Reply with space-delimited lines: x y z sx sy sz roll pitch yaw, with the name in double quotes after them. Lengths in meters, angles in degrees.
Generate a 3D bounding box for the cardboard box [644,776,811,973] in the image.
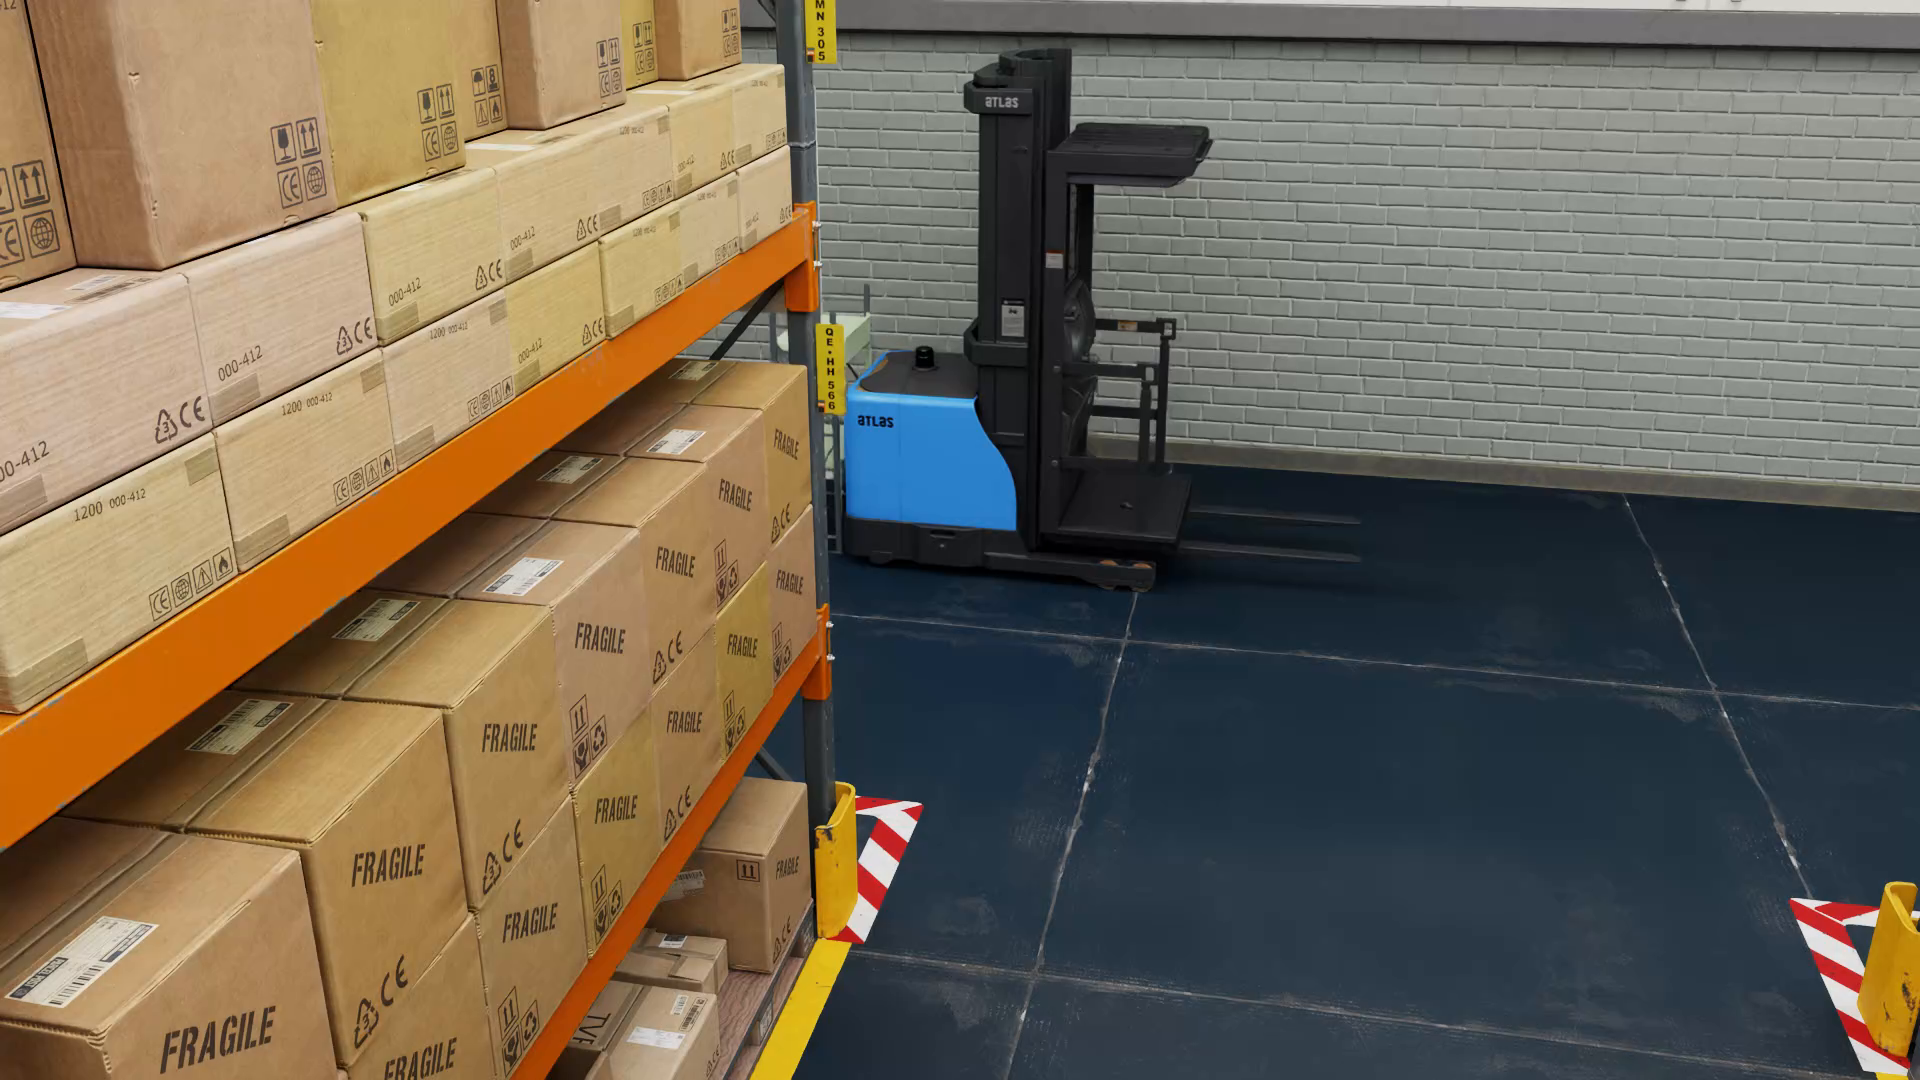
-0.864 1.206 6.101 0.500 0.500 0.500 4 22 11 "cardboard box"

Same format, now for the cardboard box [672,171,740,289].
-0.953 -0.899 4.756 0.500 0.250 0.500 4 22 11 "cardboard box"

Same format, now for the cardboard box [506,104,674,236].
-1.056 -0.948 4.209 0.500 0.250 0.500 4 22 11 "cardboard box"

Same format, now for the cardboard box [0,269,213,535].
-1.468 -0.217 2.393 0.500 0.250 0.500 4 22 11 "cardboard box"

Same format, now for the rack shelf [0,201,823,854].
-1.402 -0.293 4.015 1.077 0.370 4.000 4 22 11 "rack shelf"

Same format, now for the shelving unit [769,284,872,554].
-0.835 -0.764 10.242 0.431 1.500 0.755 5 22 12 "shelving unit"

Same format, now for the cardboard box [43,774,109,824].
-1.858 0.593 3.393 0.500 0.500 0.500 4 22 10 "cardboard box"

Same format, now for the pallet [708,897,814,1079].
-1.171 1.646 5.985 1.003 0.211 1.213 4 22 11 "pallet"

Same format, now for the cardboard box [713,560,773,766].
-0.921 0.361 5.308 0.500 0.500 0.500 5 22 11 "cardboard box"

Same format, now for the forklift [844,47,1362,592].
0.878 -1.275 9.596 3.031 2.935 1.130 5 22 12 "forklift"

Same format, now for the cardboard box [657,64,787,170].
-0.849 -1.314 5.116 0.500 0.250 0.500 4 22 11 "cardboard box"

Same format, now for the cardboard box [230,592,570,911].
-1.228 0.458 3.729 0.500 0.500 0.500 4 22 9 "cardboard box"

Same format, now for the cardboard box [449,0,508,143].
-1.458 -1.136 3.673 0.700 0.500 0.500 4 22 11 "cardboard box"

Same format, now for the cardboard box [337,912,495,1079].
-1.338 1.096 3.483 0.500 0.500 0.500 5 22 12 "cardboard box"

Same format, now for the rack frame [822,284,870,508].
-0.756 -0.897 10.574 0.400 1.500 0.023 5 22 12 "rack frame"

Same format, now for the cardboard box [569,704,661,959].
-1.131 0.727 4.398 0.500 0.500 0.500 4 22 10 "cardboard box"

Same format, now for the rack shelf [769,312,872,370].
-0.835 -1.126 10.097 0.431 0.370 0.720 5 22 12 "rack shelf"

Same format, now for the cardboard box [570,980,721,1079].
-1.087 1.667 5.291 0.500 0.250 0.500 4 22 11 "cardboard box"

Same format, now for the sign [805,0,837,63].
-0.455 -1.720 5.408 0.100 0.325 0.005 4 22 11 "sign"

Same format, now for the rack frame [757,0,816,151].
-0.994 -2.750 5.136 1.000 3.000 0.127 4 22 11 "rack frame"

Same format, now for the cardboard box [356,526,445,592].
-1.651 0.225 4.307 0.500 0.500 0.500 4 22 10 "cardboard box"

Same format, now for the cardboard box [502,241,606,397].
-1.160 -0.533 3.848 0.500 0.250 0.500 4 22 11 "cardboard box"

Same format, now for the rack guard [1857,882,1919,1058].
3.847 1.562 5.807 1.175 0.500 0.348 4 22 11 "rack guard"

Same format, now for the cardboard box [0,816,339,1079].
-1.438 0.835 2.794 0.500 0.500 0.500 5 22 12 "cardboard box"

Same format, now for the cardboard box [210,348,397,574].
-1.362 -0.168 2.940 0.500 0.250 0.500 4 22 11 "cardboard box"

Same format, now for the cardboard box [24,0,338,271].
-1.507 -0.759 2.735 0.700 0.500 0.500 4 22 11 "cardboard box"

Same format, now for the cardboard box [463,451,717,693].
-1.019 0.081 4.664 0.500 0.500 0.500 5 22 12 "cardboard box"

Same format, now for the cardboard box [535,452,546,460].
-1.442 -0.143 5.222 0.500 0.500 0.500 5 22 11 "cardboard box"

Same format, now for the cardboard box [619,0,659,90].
-1.267 -1.503 4.583 0.700 0.500 0.500 4 22 11 "cardboard box"

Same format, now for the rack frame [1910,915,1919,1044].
3.855 0.412 5.316 1.000 3.000 0.127 4 22 11 "rack frame"

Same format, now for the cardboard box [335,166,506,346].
-1.254 -0.582 3.299 0.500 0.250 0.500 4 22 11 "cardboard box"

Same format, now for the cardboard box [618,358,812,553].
-0.815 -0.294 5.595 0.500 0.500 0.500 4 22 10 "cardboard box"
